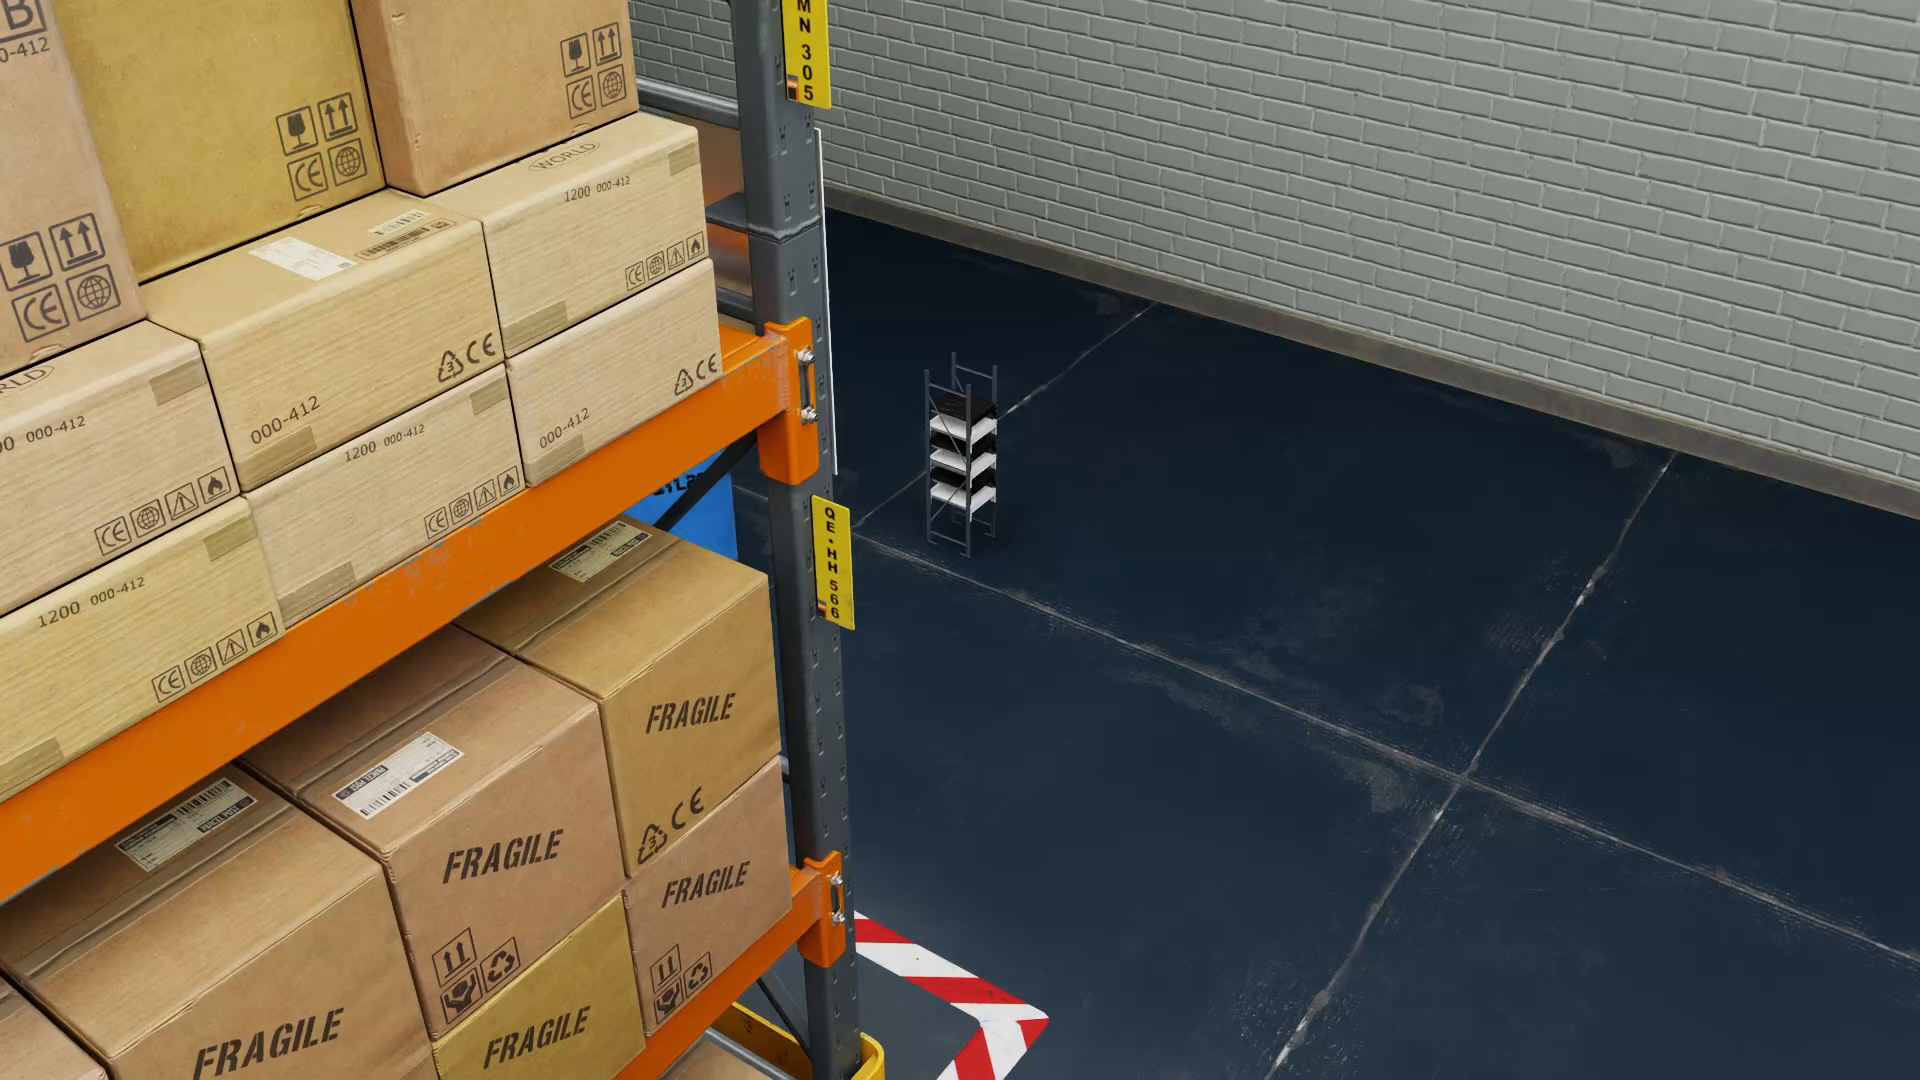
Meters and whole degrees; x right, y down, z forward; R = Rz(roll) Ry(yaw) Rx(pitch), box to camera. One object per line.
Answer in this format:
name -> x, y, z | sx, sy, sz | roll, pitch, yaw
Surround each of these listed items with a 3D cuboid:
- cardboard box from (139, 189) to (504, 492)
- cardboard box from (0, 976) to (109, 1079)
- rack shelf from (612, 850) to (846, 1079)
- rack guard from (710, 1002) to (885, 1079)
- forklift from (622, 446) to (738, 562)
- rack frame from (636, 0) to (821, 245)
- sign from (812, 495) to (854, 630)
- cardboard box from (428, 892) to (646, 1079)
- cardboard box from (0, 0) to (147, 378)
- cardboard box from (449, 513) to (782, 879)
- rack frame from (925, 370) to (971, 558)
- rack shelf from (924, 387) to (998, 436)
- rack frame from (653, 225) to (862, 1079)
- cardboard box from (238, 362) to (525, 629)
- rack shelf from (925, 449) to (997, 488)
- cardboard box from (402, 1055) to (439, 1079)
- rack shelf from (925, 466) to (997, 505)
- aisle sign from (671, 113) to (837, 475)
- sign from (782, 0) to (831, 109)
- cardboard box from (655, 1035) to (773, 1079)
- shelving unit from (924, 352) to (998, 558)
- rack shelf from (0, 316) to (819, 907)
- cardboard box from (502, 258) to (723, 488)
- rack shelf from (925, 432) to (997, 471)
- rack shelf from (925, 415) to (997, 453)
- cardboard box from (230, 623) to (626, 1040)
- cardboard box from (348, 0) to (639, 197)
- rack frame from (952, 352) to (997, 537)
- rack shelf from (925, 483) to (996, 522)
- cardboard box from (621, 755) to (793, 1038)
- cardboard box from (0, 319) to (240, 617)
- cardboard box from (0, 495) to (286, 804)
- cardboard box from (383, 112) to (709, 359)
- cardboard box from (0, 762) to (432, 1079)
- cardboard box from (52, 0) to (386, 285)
cardboard box -> -1.093, -0.362, 2.618 | 0.500, 0.250, 0.500 | 21, 39, 28
cardboard box -> -1.624, 1.024, 2.577 | 0.500, 0.500, 0.500 | 23, 40, 30
rack shelf -> -1.865, 1.696, 3.207 | 1.077, 0.370, 4.000 | 21, 39, 28
rack guard -> -0.768, 1.548, 5.015 | 1.175, 0.500, 0.348 | 21, 39, 28
forklift -> -2.461, -0.655, 6.102 | 3.031, 2.935, 1.130 | -13, 36, -19
rack frame -> -0.725, -2.008, 2.686 | 1.000, 3.000, 0.127 | 21, 39, 28
sign -> -0.280, 0.053, 3.678 | 0.100, 0.325, 0.005 | 21, 39, 28
cardboard box -> -1.049, 0.969, 3.550 | 0.500, 0.500, 0.500 | 22, 40, 29
cardboard box -> -1.556, -0.512, 2.170 | 0.700, 0.500, 0.500 | 21, 39, 28
cardboard box -> -0.752, 0.314, 3.626 | 0.500, 0.500, 0.500 | 21, 39, 28
rack frame -> -0.053, -0.330, 7.434 | 0.240, 0.900, 0.006 | 21, 39, 28
rack shelf -> 0.005, -0.573, 7.371 | 0.258, 0.077, 0.200 | 21, 39, 28
rack frame -> -0.725, 0.477, 4.367 | 1.000, 3.000, 0.127 | 21, 39, 28
cardboard box -> -1.095, -0.156, 2.759 | 0.500, 0.250, 0.500 | 21, 39, 28
rack shelf -> 0.005, -0.349, 7.522 | 0.258, 0.077, 0.200 | 21, 39, 28
cardboard box -> -1.338, 1.197, 3.214 | 0.500, 0.500, 0.500 | 22, 40, 29
rack shelf -> 0.005, -0.274, 7.573 | 0.258, 0.077, 0.200 | 21, 39, 28
aisle sign -> -0.434, -0.533, 3.540 | 0.394, 0.787, 0.004 | 21, 39, 28
sign -> -0.280, -0.946, 3.002 | 0.100, 0.325, 0.005 | 21, 39, 28
cardboard box -> -0.832, 1.659, 4.457 | 0.500, 0.500, 0.500 | 21, 39, 28
shelving unit -> 0.005, -0.376, 7.503 | 0.258, 0.900, 0.210 | 21, 39, 28
rack shelf -> -1.865, 0.453, 2.367 | 1.077, 0.370, 4.000 | 21, 39, 28
cardboard box -> -0.801, -0.382, 3.094 | 0.500, 0.250, 0.500 | 21, 39, 28
rack shelf -> 0.005, -0.423, 7.472 | 0.258, 0.077, 0.200 | 21, 39, 28
rack shelf -> 0.005, -0.498, 7.421 | 0.258, 0.077, 0.200 | 21, 39, 28
cardboard box -> -1.040, 0.547, 3.281 | 0.500, 0.500, 0.500 | 22, 40, 29
cardboard box -> -1.004, -0.979, 2.861 | 0.700, 0.500, 0.500 | 21, 39, 28
rack frame -> 0.063, -0.423, 7.573 | 0.240, 0.900, 0.006 | 21, 39, 28
rack shelf -> 0.005, -0.200, 7.623 | 0.258, 0.077, 0.200 | 21, 39, 28
cardboard box -> -0.756, 0.729, 3.905 | 0.500, 0.500, 0.500 | 23, 40, 30
cardboard box -> -1.381, -0.133, 2.279 | 0.500, 0.250, 0.500 | 21, 39, 28
cardboard box -> -1.369, 0.078, 2.413 | 0.500, 0.250, 0.500 | 21, 39, 28
cardboard box -> -0.808, -0.592, 2.958 | 0.500, 0.250, 0.500 | 21, 39, 28
cardboard box -> -1.332, 0.787, 2.926 | 0.500, 0.500, 0.500 | 22, 40, 29
cardboard box -> -1.359, -0.776, 2.561 | 0.700, 0.500, 0.500 | 21, 39, 28
